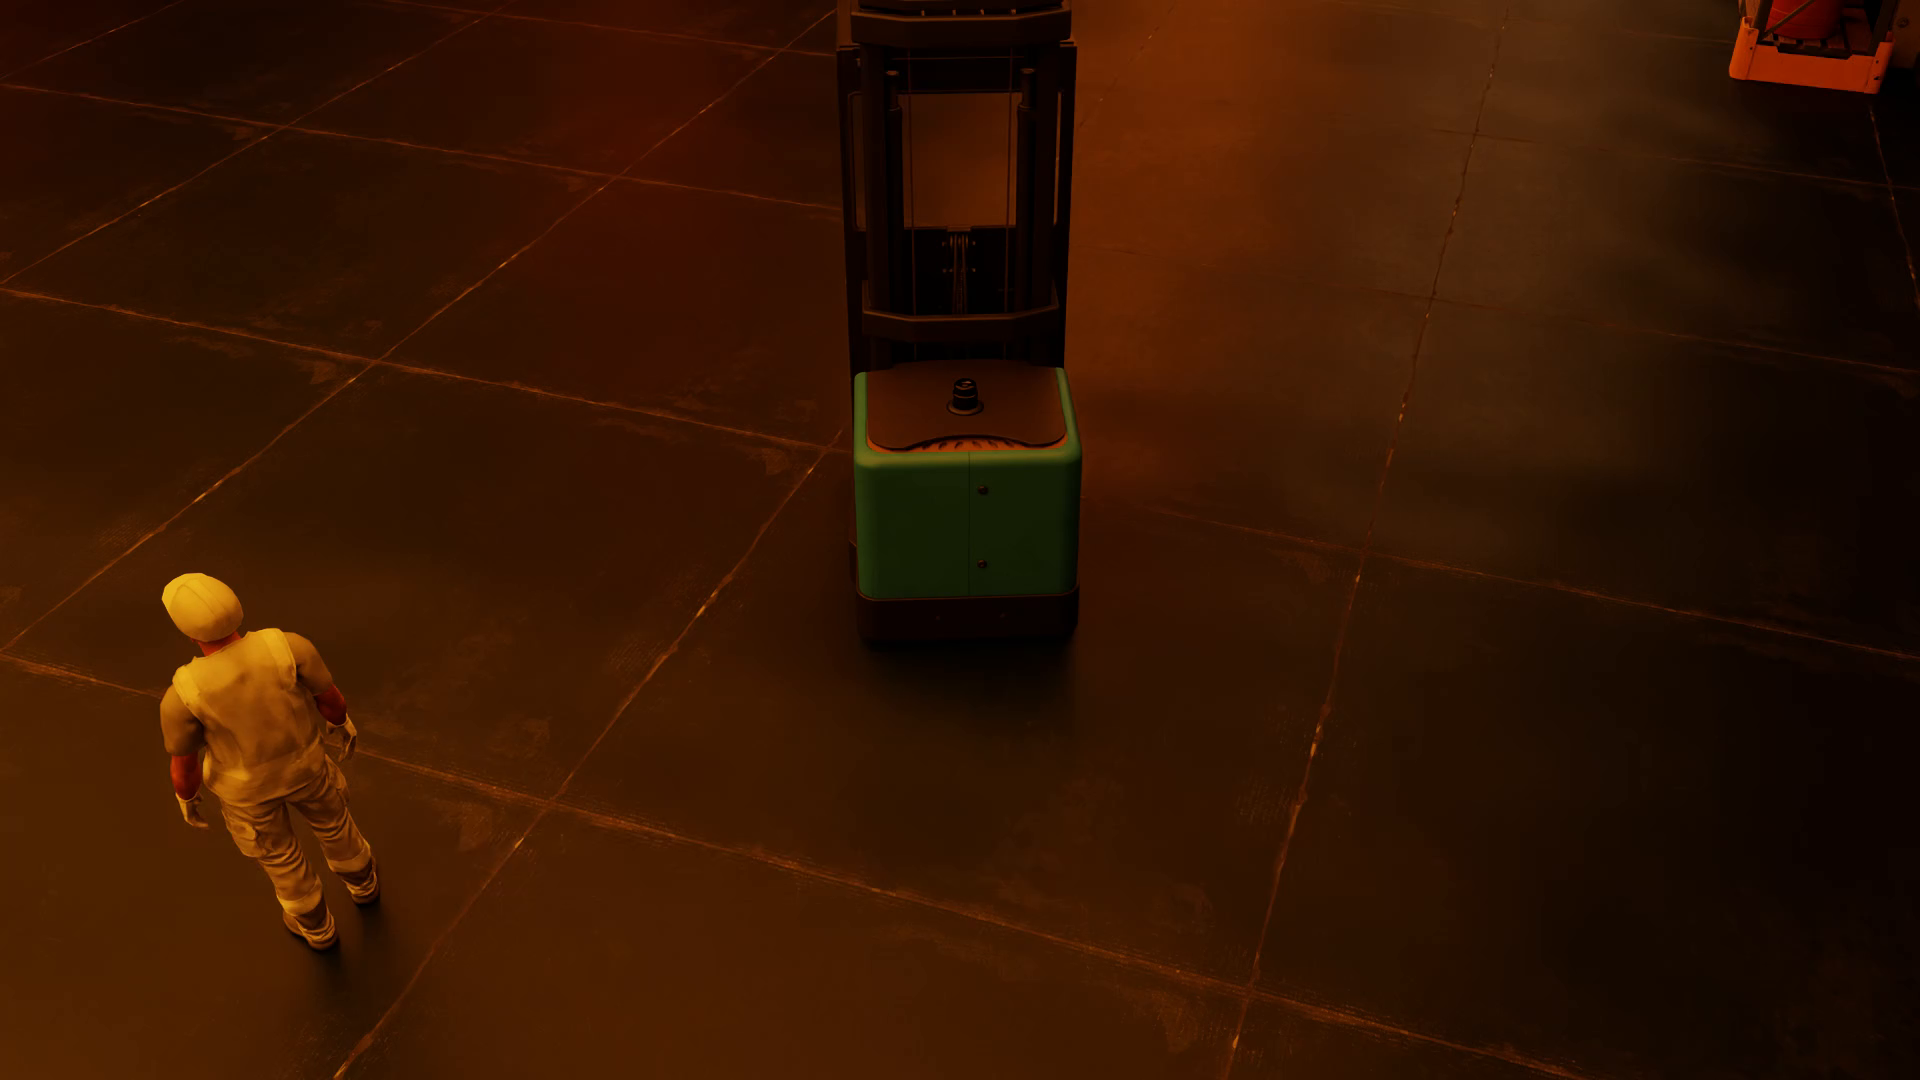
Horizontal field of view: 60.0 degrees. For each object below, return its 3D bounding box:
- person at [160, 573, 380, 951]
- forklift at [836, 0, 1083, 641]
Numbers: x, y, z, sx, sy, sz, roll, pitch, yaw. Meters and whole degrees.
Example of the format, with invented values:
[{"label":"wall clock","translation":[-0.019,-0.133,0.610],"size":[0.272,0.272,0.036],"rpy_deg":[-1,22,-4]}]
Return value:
[{"label":"person","translation":[-2.503,0.782,5.982],"size":[0.637,1.786,0.566],"rpy_deg":[-25,42,-30]},{"label":"forklift","translation":[-0.029,-1.547,8.293],"size":[1.130,2.935,3.031],"rpy_deg":[-2,35,-2]}]
